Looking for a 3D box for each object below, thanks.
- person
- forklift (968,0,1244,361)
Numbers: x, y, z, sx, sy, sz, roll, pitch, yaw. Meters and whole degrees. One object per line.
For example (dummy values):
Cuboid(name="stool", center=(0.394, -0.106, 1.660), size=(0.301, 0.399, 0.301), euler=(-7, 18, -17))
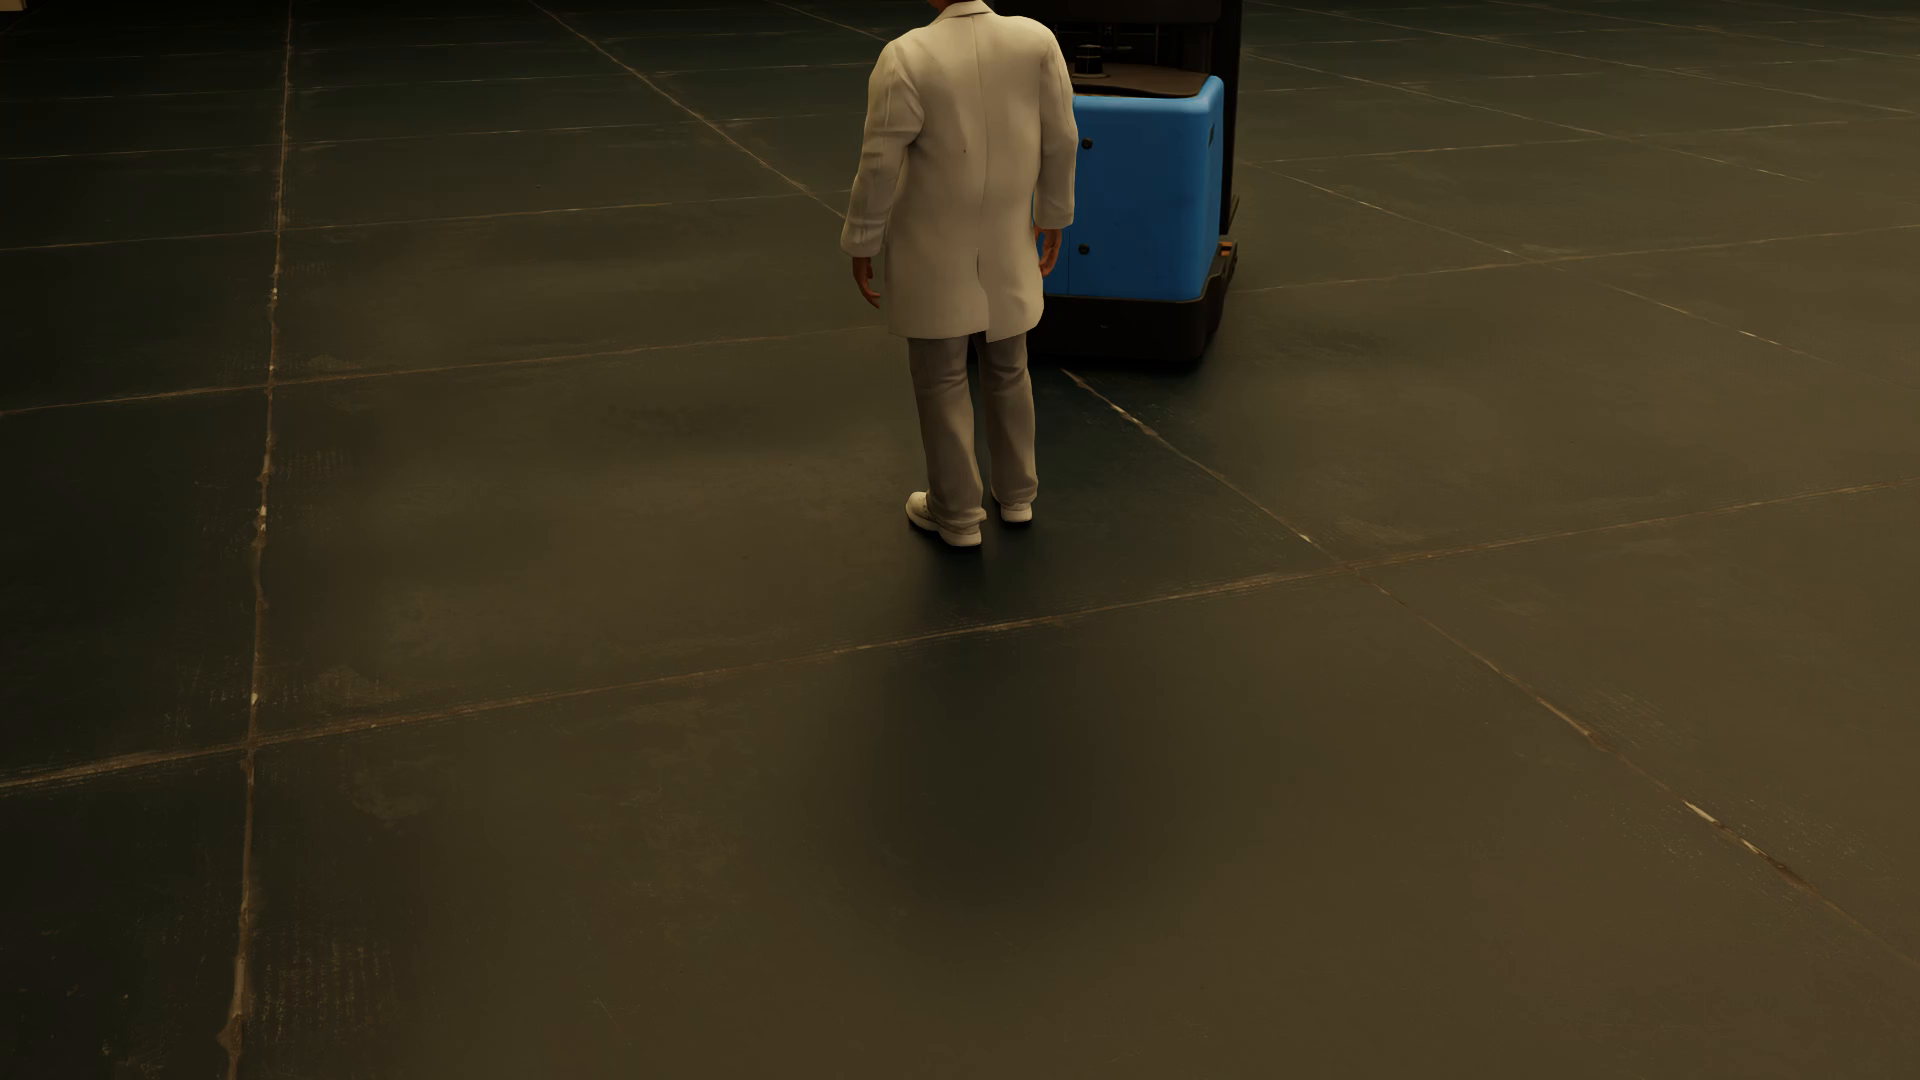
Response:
Cuboid(name="person", center=(-0.028, -0.860, 4.812), size=(0.698, 1.777, 0.578), euler=(-8, 24, -18))
Cuboid(name="forklift", center=(0.751, -2.600, 7.482), size=(1.130, 2.935, 3.031), euler=(5, 23, 11))
